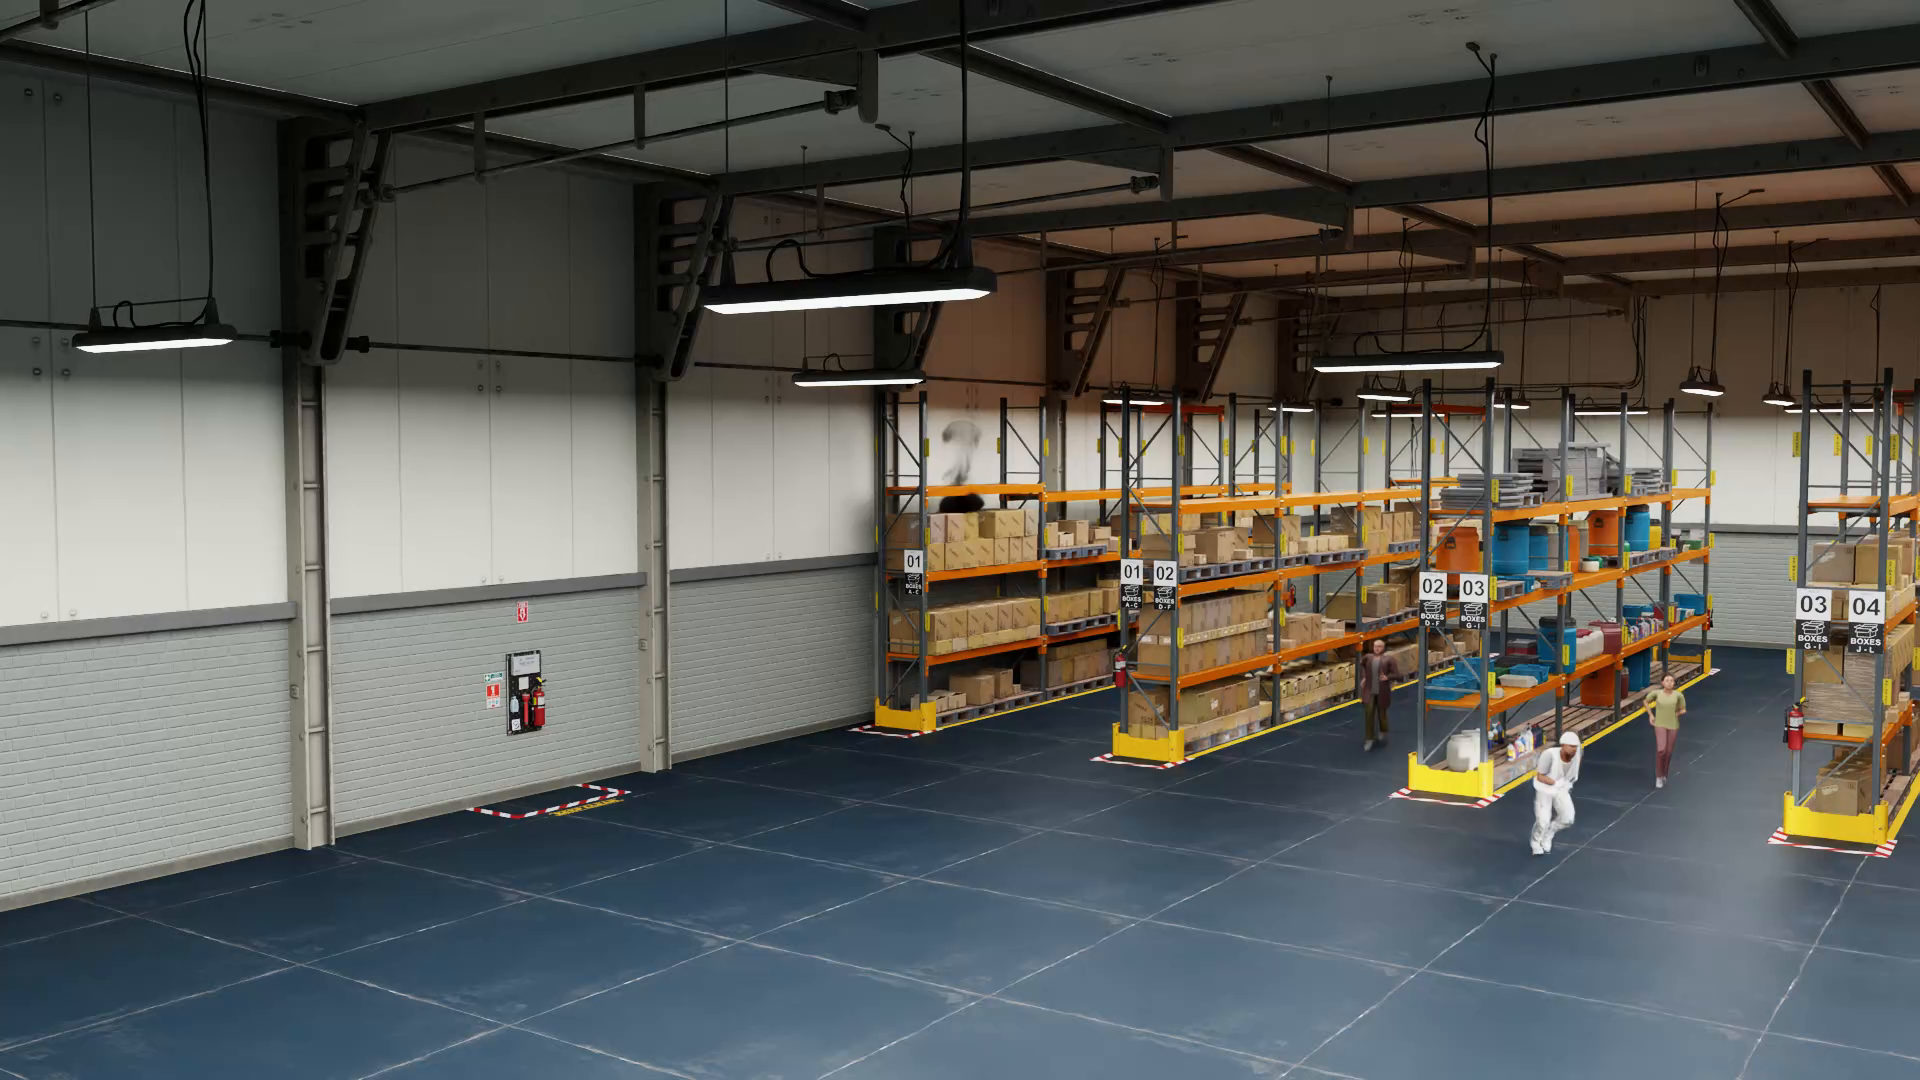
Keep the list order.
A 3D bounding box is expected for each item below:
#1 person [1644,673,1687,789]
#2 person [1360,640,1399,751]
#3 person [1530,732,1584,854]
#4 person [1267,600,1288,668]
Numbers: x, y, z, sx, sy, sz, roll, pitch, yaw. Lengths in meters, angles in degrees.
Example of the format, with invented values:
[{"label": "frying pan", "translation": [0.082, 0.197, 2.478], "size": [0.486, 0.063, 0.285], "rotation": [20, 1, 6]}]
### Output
[{"label": "person", "translation": [10.440, 2.810, 24.588], "size": [0.555, 1.708, 0.705], "rotation": [1, 3, 10]}, {"label": "person", "translation": [6.974, 2.559, 27.755], "size": [0.703, 1.802, 1.047], "rotation": [2, 4, 26]}, {"label": "person", "translation": [7.277, 3.076, 20.175], "size": [0.720, 1.592, 0.893], "rotation": [-1, 3, -14]}, {"label": "person", "translation": [6.816, 2.147, 35.673], "size": [0.647, 1.777, 0.755], "rotation": [3, 4, 41]}]
